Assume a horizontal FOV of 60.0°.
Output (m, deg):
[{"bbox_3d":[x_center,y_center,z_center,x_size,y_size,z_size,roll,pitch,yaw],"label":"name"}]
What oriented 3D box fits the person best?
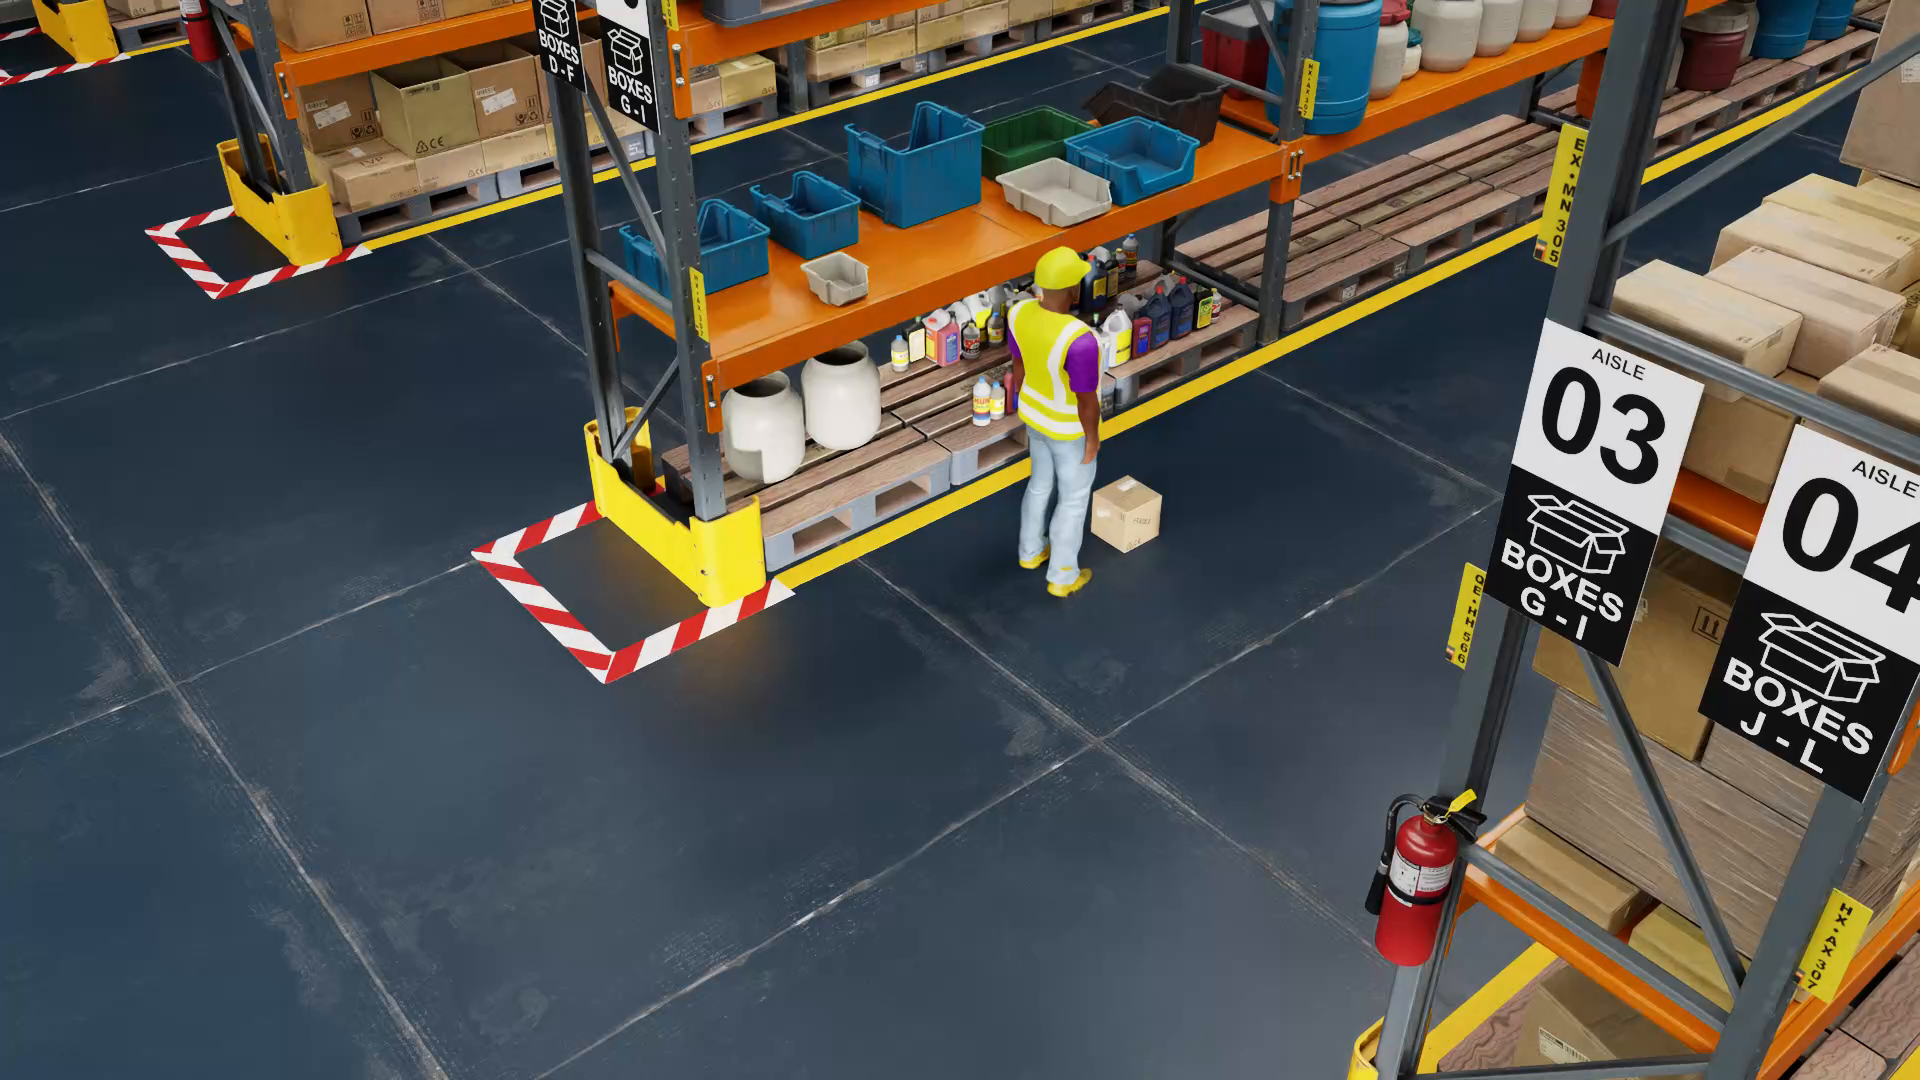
[{"bbox_3d":[0.466,-0.561,7.870,0.373,1.793,0.563,-25,43,-31],"label":"person"}]
